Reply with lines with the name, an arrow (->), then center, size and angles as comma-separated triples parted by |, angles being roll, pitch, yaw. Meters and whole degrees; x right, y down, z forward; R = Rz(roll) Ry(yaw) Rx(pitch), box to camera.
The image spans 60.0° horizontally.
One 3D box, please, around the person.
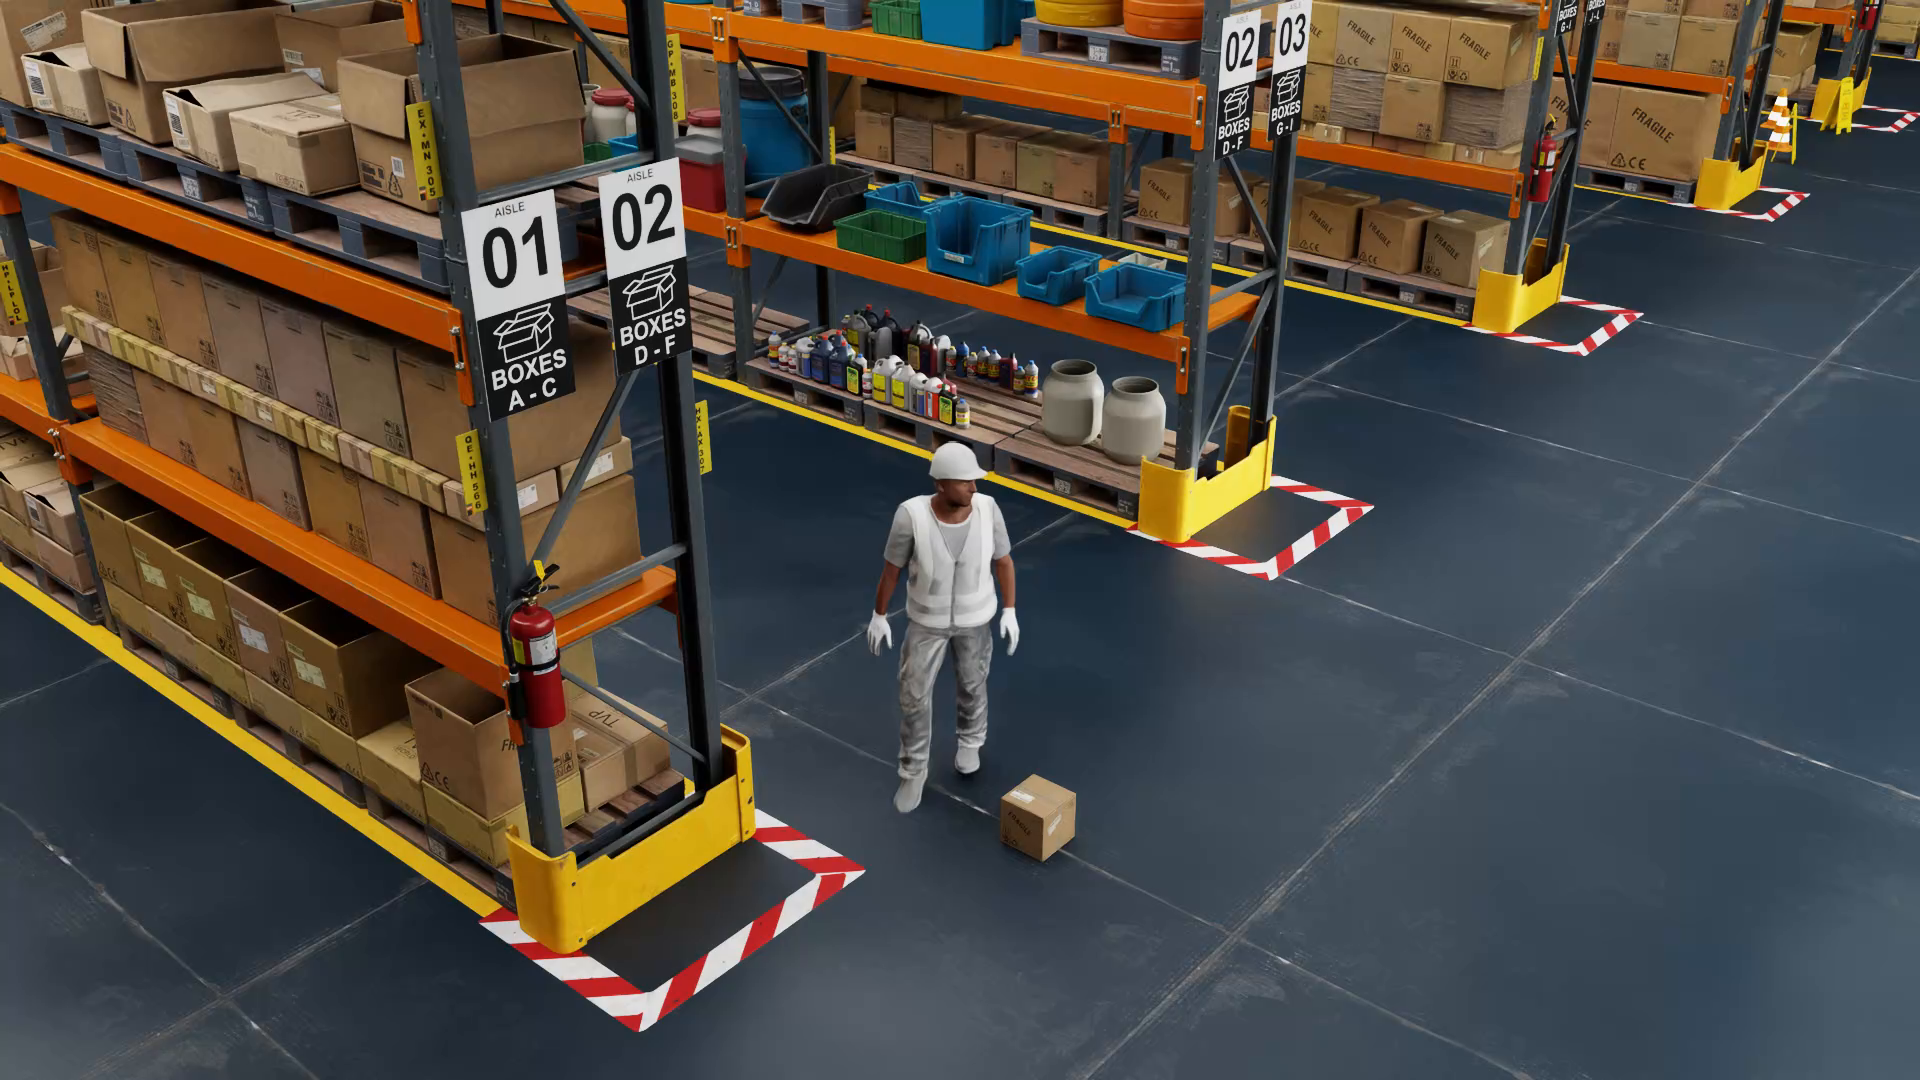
person -> -0.083, 0.398, 7.834 | 0.717, 1.820, 0.549 | -1, 27, -2
